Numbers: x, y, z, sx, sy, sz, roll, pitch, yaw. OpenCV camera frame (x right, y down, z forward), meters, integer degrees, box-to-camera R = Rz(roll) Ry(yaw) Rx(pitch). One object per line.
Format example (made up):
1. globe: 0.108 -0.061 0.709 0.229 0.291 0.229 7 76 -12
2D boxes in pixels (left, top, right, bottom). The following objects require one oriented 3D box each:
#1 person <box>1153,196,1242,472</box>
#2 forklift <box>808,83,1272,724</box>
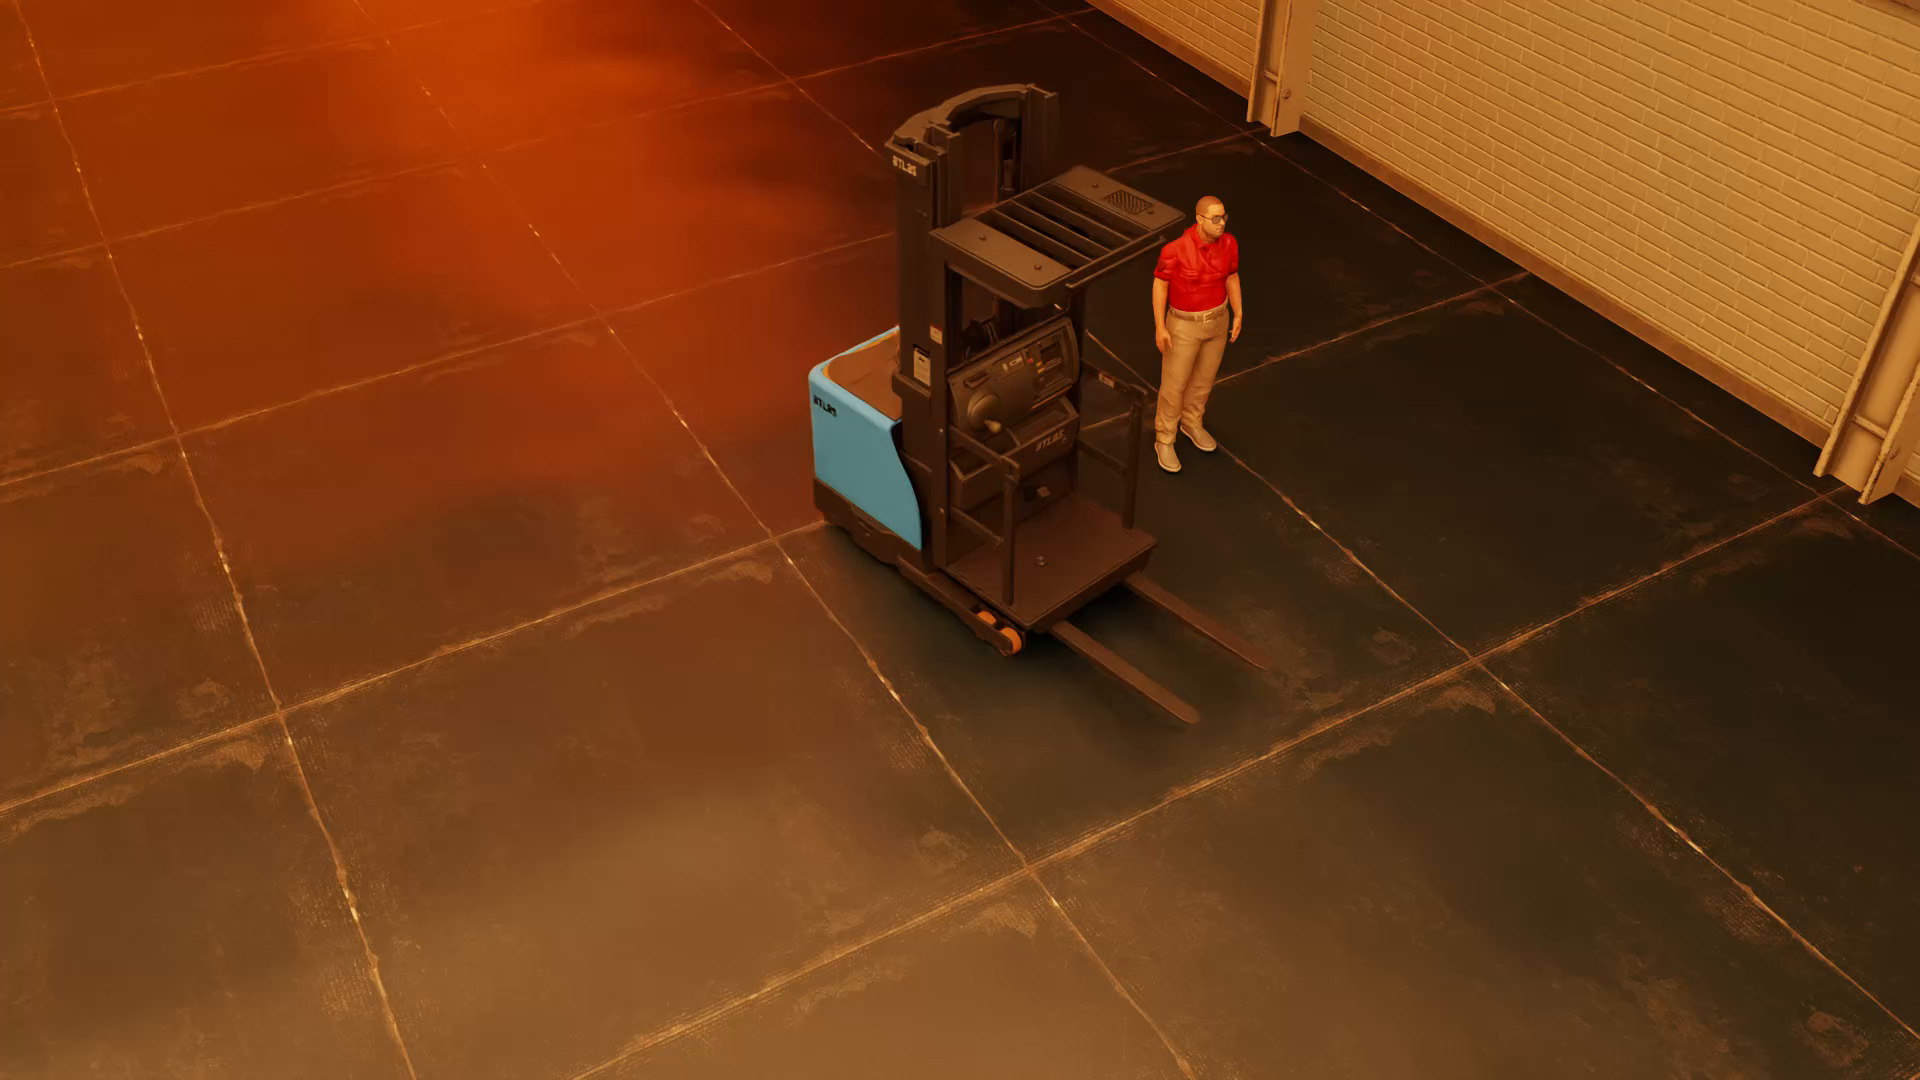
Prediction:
1. person: 1.542 -1.321 10.559 0.640 1.727 0.550 -15 42 -17
2. forklift: 0.449 -0.835 9.043 1.130 2.935 3.031 -31 49 -32
